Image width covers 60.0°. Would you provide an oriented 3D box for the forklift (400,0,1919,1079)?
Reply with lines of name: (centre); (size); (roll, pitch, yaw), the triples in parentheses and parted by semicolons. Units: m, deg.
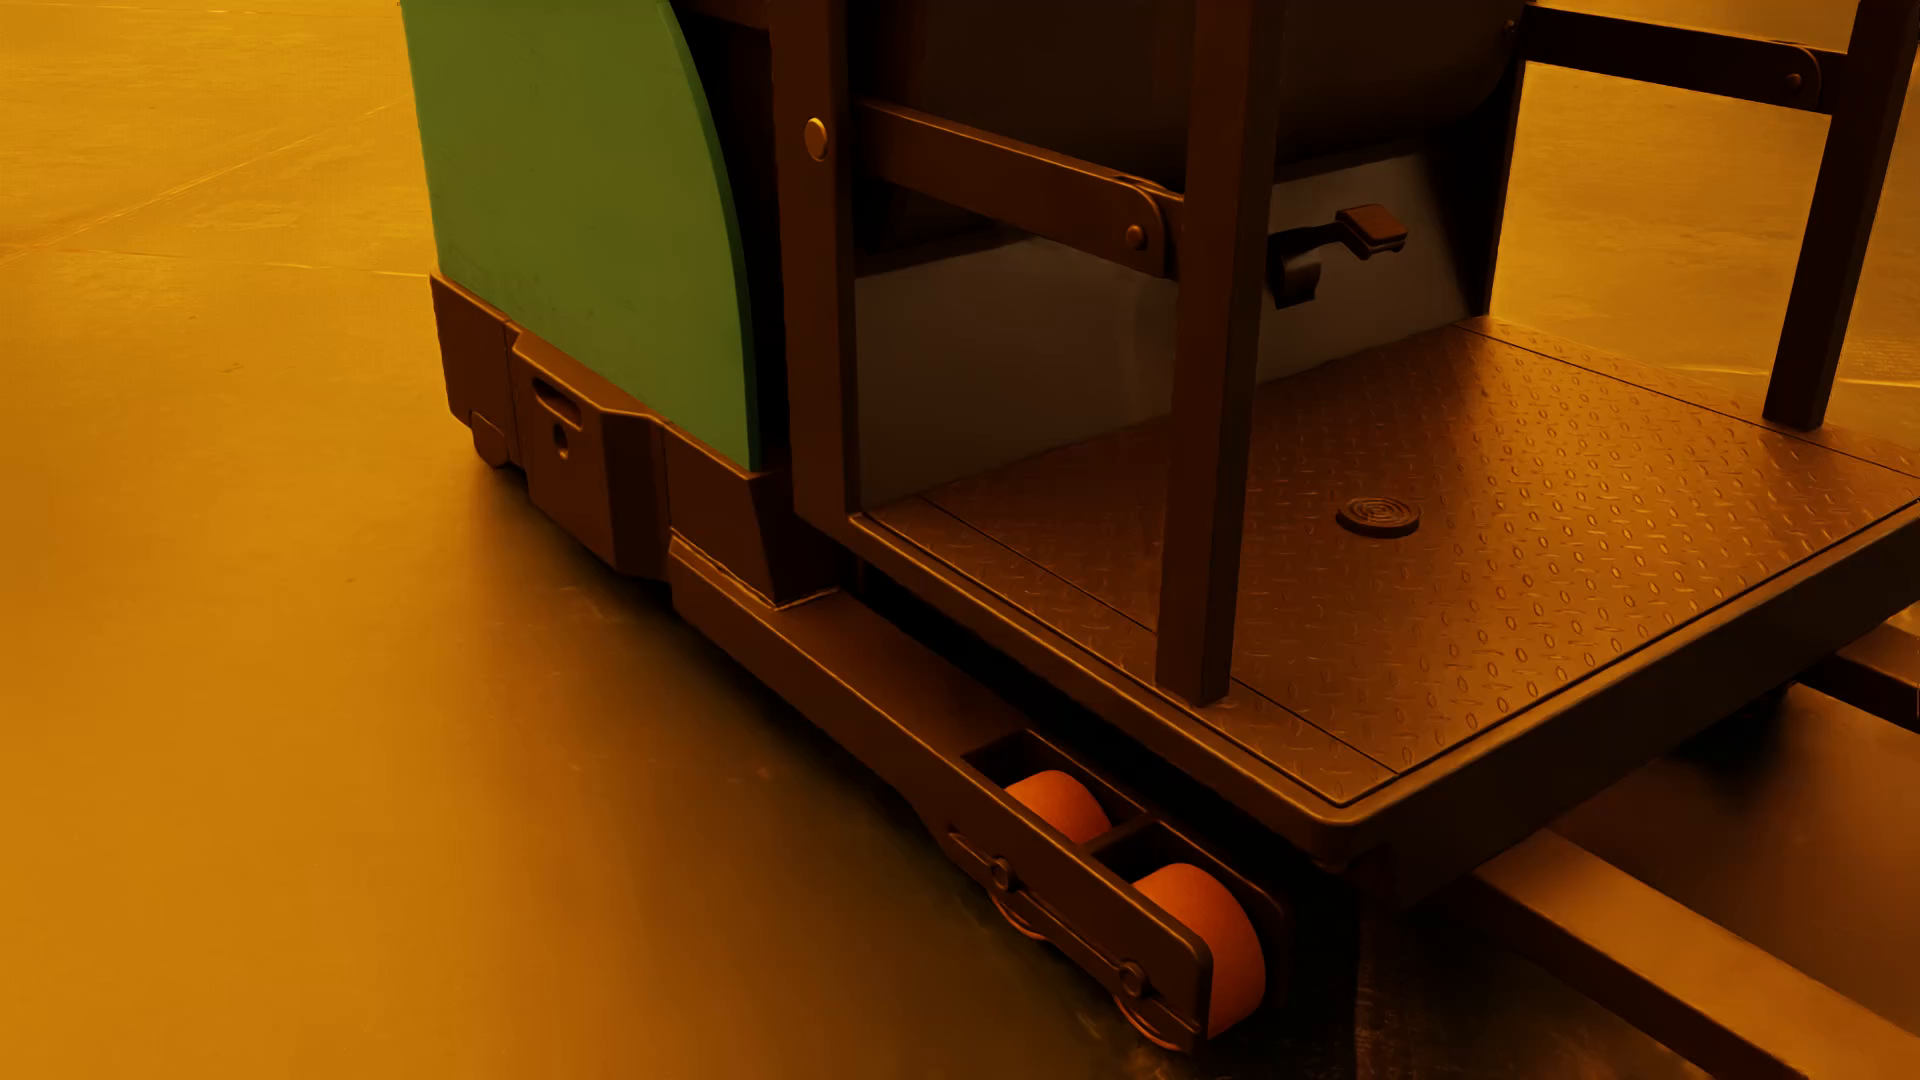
forklift: (0.433, -1.086, 1.399); (1.130, 2.935, 3.031); (-19, 32, -33)
